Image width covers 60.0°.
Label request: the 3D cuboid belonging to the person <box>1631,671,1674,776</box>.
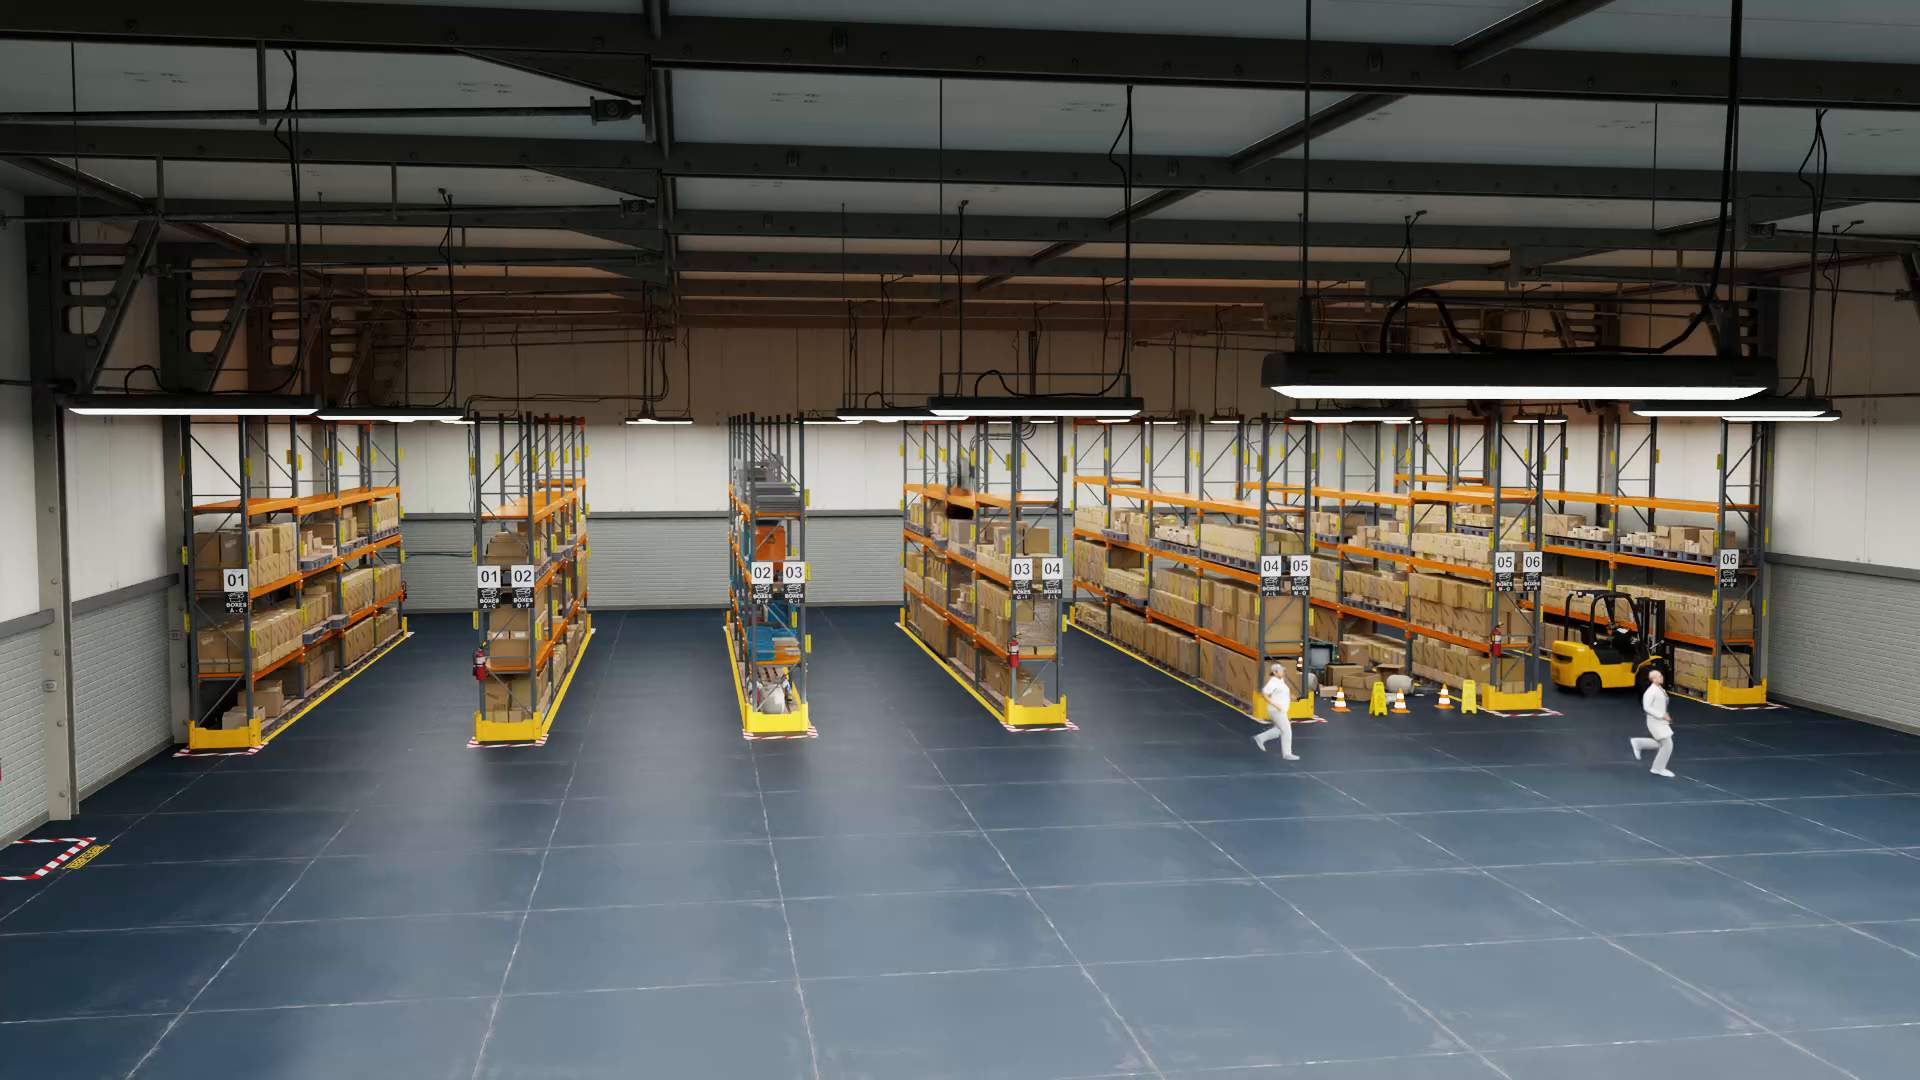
[{"bbox_3d":[11.459,3.051,27.490,0.711,1.647,0.722,2,5,31],"label":"person"}]

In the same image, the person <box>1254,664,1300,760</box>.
[{"bbox_3d":[5.461,2.949,28.707,0.843,1.635,0.620,2,4,26],"label":"person"}]

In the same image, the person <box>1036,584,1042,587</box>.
[{"bbox_3d":[2.348,1.718,46.199,0.702,1.766,0.741,0,4,3],"label":"person"}]
